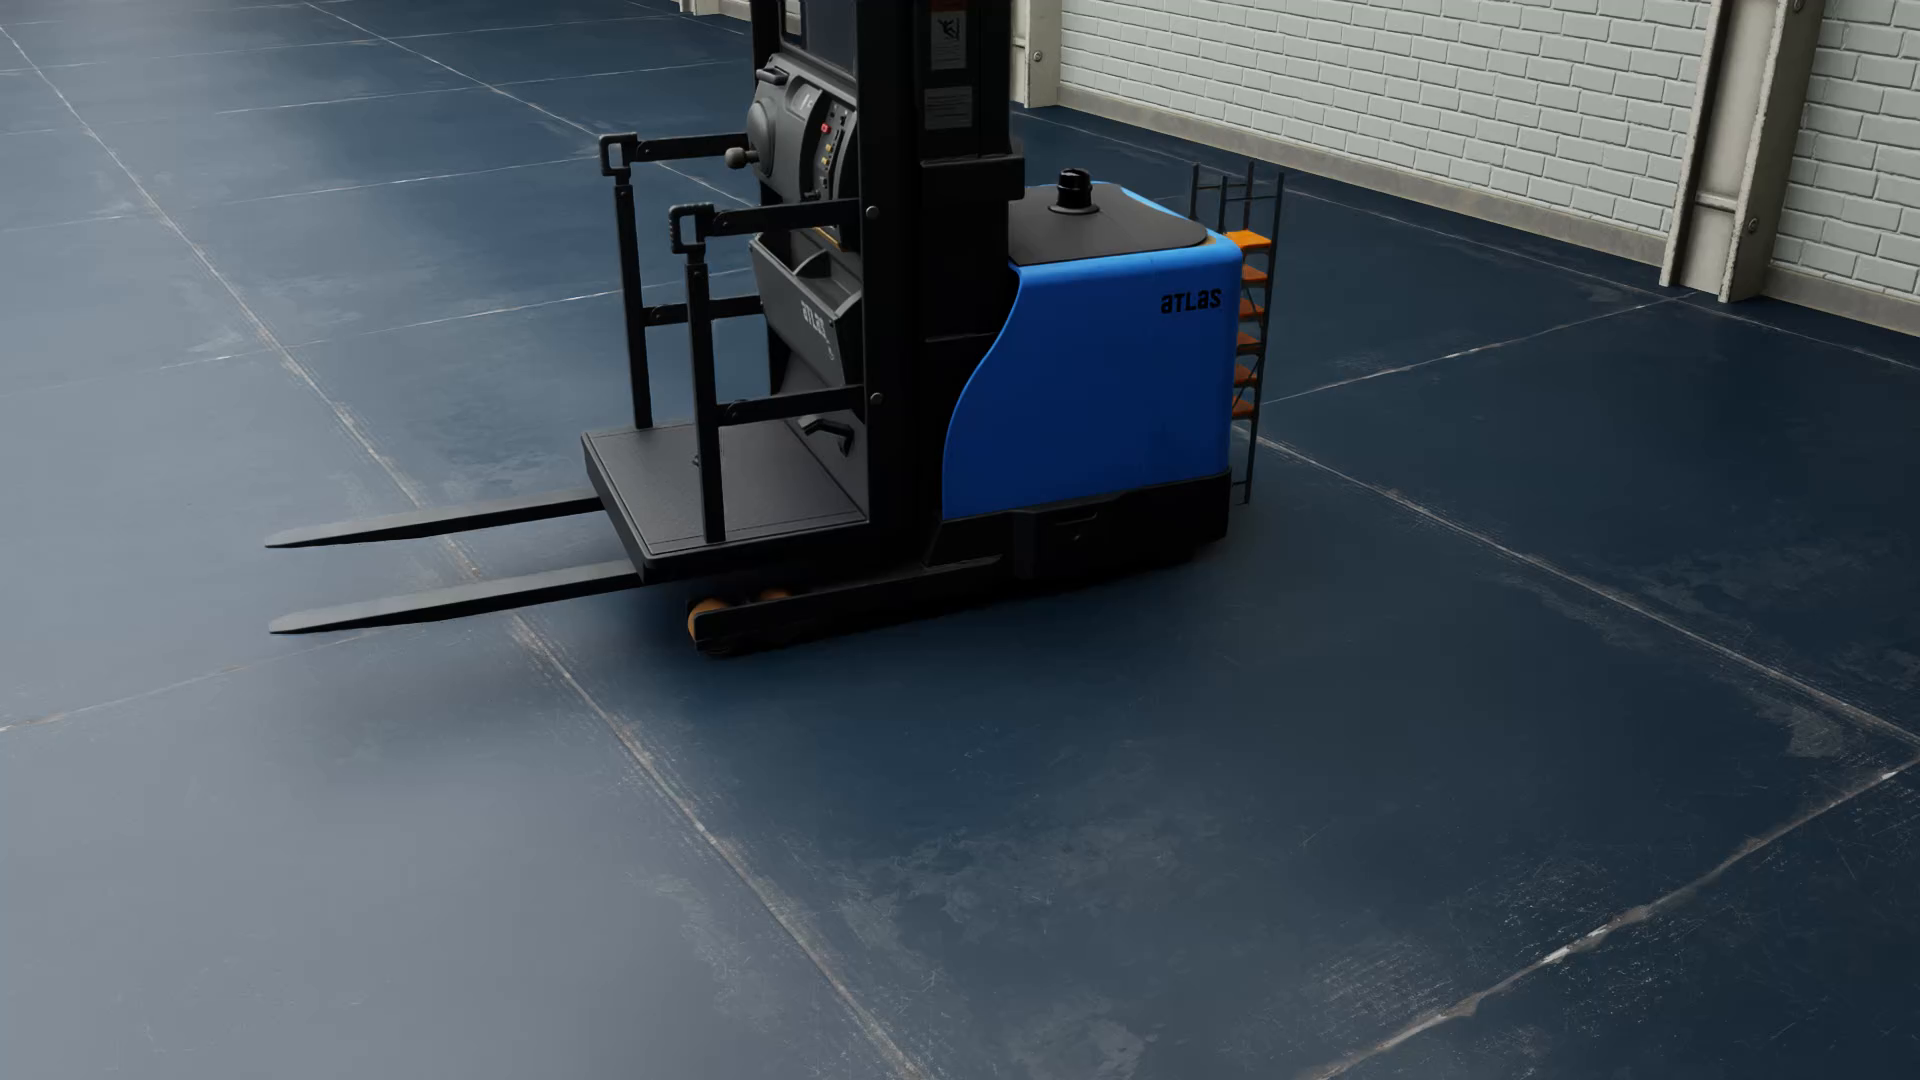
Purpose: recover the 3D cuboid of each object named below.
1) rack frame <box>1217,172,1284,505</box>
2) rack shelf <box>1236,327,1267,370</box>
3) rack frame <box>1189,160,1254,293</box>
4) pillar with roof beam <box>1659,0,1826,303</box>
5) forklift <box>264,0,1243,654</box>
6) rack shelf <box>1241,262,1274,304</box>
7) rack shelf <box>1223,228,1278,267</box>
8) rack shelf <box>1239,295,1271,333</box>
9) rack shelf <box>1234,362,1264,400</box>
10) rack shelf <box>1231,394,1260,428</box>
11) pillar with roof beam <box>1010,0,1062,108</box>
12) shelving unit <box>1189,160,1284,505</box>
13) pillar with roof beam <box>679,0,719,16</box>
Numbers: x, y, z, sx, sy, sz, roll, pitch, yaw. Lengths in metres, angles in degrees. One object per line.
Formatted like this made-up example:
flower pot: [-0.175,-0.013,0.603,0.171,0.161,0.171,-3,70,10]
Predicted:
rack frame: [0.954,-0.664,5.742,0.240,1.200,0.006,-9,27,-22]
rack shelf: [0.916,-0.659,5.836,0.258,0.103,0.180,-9,27,-22]
rack frame: [0.881,-0.735,5.893,0.240,1.200,0.006,-9,27,-22]
pillar with roof beam: [0.212,-4.344,4.411,9.100,9.000,0.400,-16,29,-30]
forklift: [-0.661,-1.236,4.935,3.031,2.935,1.130,-10,27,-20]
rack shelf: [0.922,-0.877,5.736,0.258,0.103,0.180,-9,27,-22]
rack shelf: [0.925,-0.986,5.686,0.258,0.103,0.180,-9,27,-22]
rack shelf: [0.919,-0.768,5.786,0.258,0.103,0.180,-9,27,-22]
rack shelf: [0.913,-0.550,5.886,0.258,0.103,0.180,-9,27,-22]
rack shelf: [0.910,-0.441,5.936,0.258,0.103,0.180,-9,27,-22]
pillar with roof beam: [-3.063,-6.490,8.957,9.100,9.000,0.400,-16,29,-30]
shelving unit: [0.917,-0.699,5.817,0.258,1.200,0.189,-9,27,-22]
pillar with roof beam: [-6.339,-8.636,13.503,9.100,9.000,0.400,-16,29,-30]
